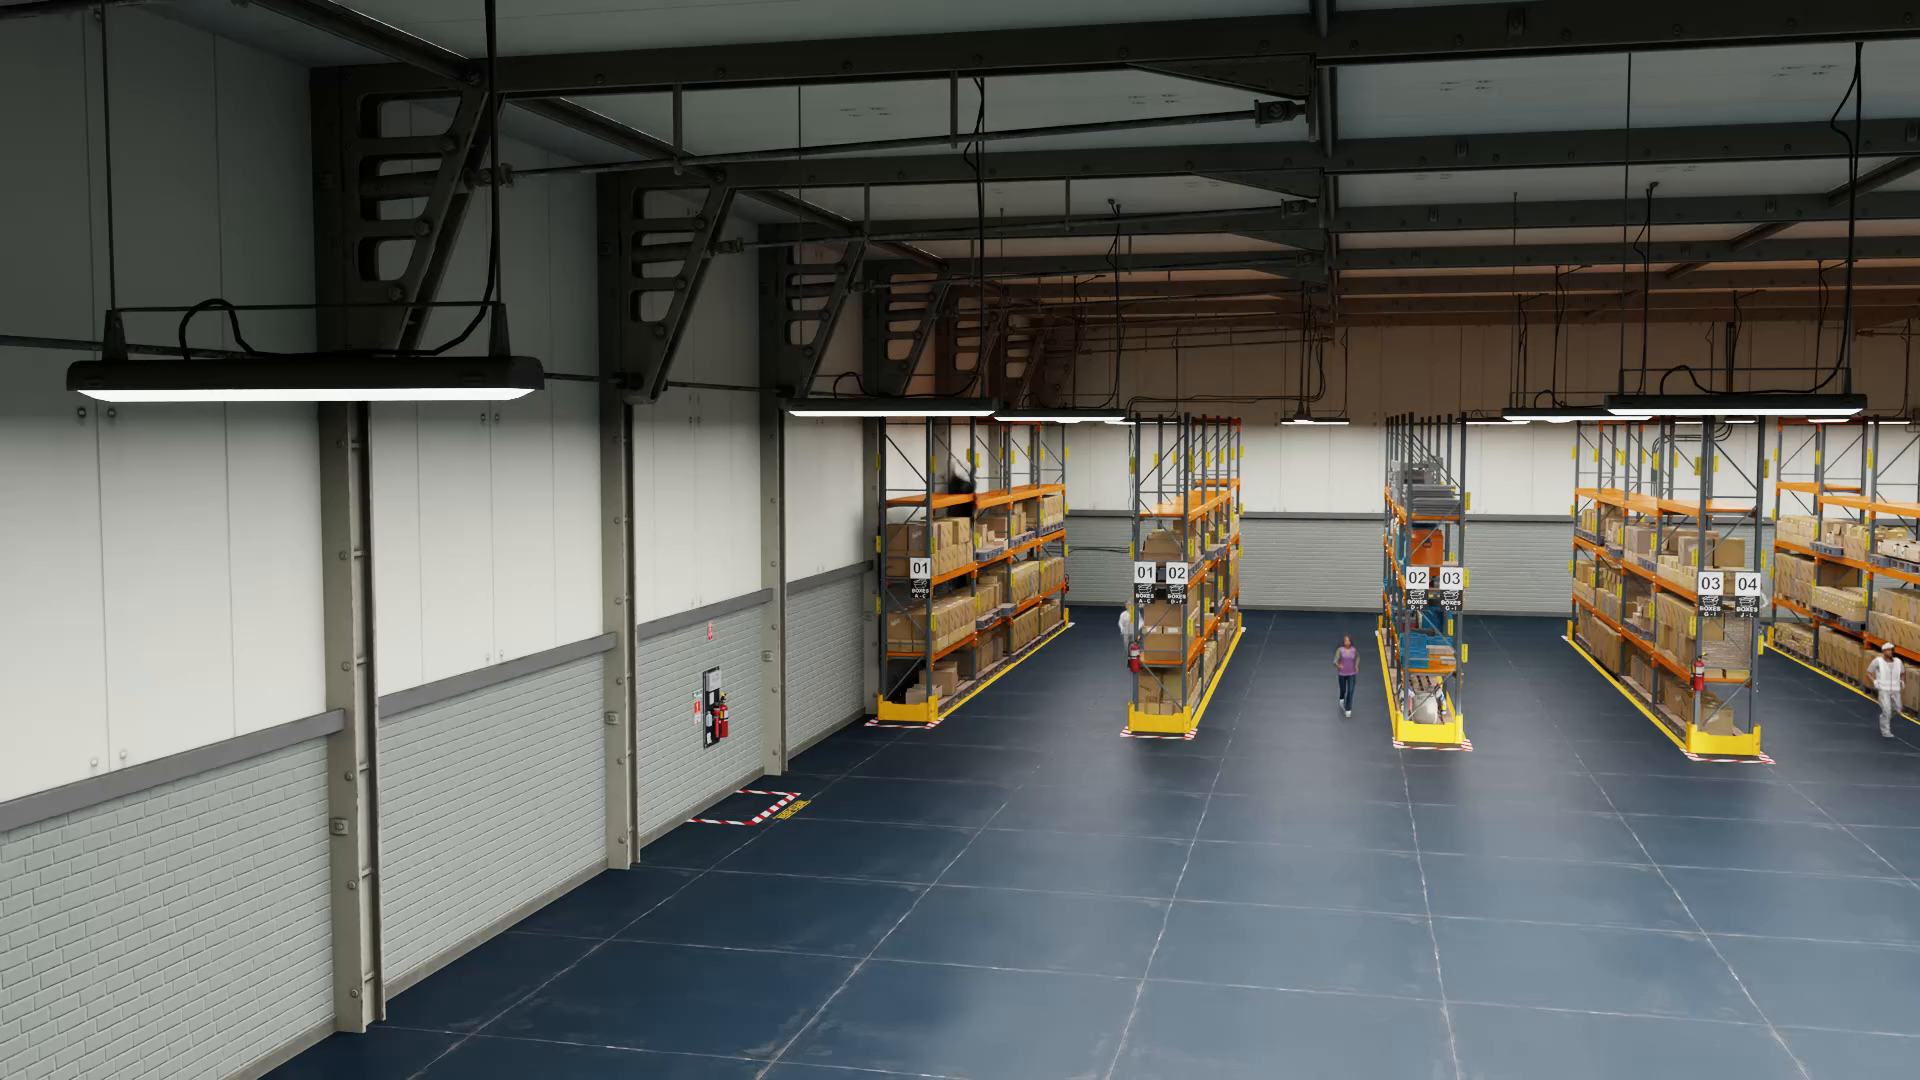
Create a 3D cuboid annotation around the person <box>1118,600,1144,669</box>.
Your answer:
[{"bbox_3d":[4.020,2.231,39.303,0.589,1.653,0.528,1,4,16],"label":"person"}]

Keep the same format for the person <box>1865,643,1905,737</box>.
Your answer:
[{"bbox_3d":[17.168,2.770,30.819,0.685,1.735,0.667,0,4,6],"label":"person"}]

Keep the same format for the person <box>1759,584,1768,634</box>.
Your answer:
[{"bbox_3d":[21.383,1.933,44.605,0.710,1.554,0.536,-1,4,-20],"label":"person"}]

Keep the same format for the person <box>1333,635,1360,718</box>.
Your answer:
[{"bbox_3d":[7.703,2.692,33.100,0.539,1.591,0.795,0,4,5],"label":"person"}]
